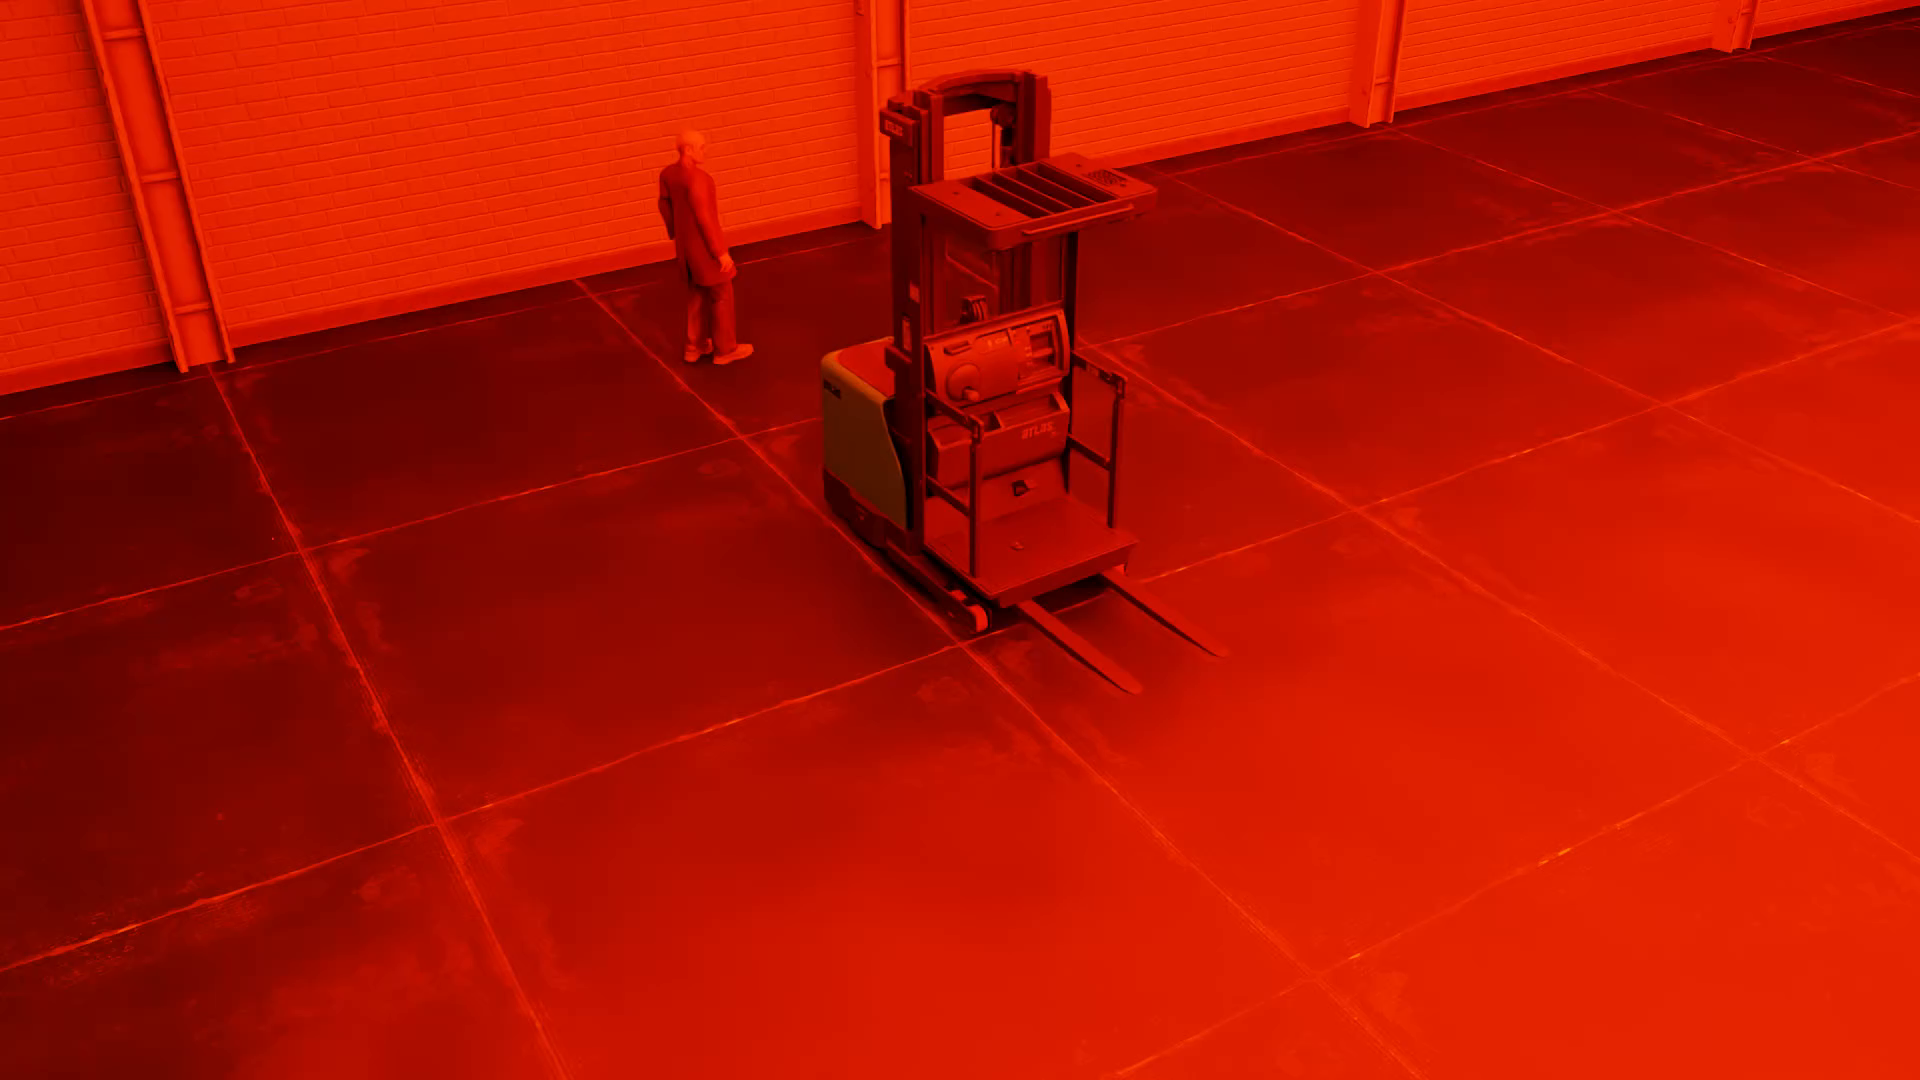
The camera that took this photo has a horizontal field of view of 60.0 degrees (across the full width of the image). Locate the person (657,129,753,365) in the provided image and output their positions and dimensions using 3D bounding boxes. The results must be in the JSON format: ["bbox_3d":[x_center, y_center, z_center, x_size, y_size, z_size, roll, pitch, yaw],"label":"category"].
[{"bbox_3d":[-1.898,-2.199,12.446,0.496,1.774,0.741,-27,40,-37],"label":"person"}]

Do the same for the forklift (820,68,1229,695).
[{"bbox_3d":[0.347,-0.998,9.314,1.130,2.935,3.031,-19,36,-28],"label":"forklift"}]
